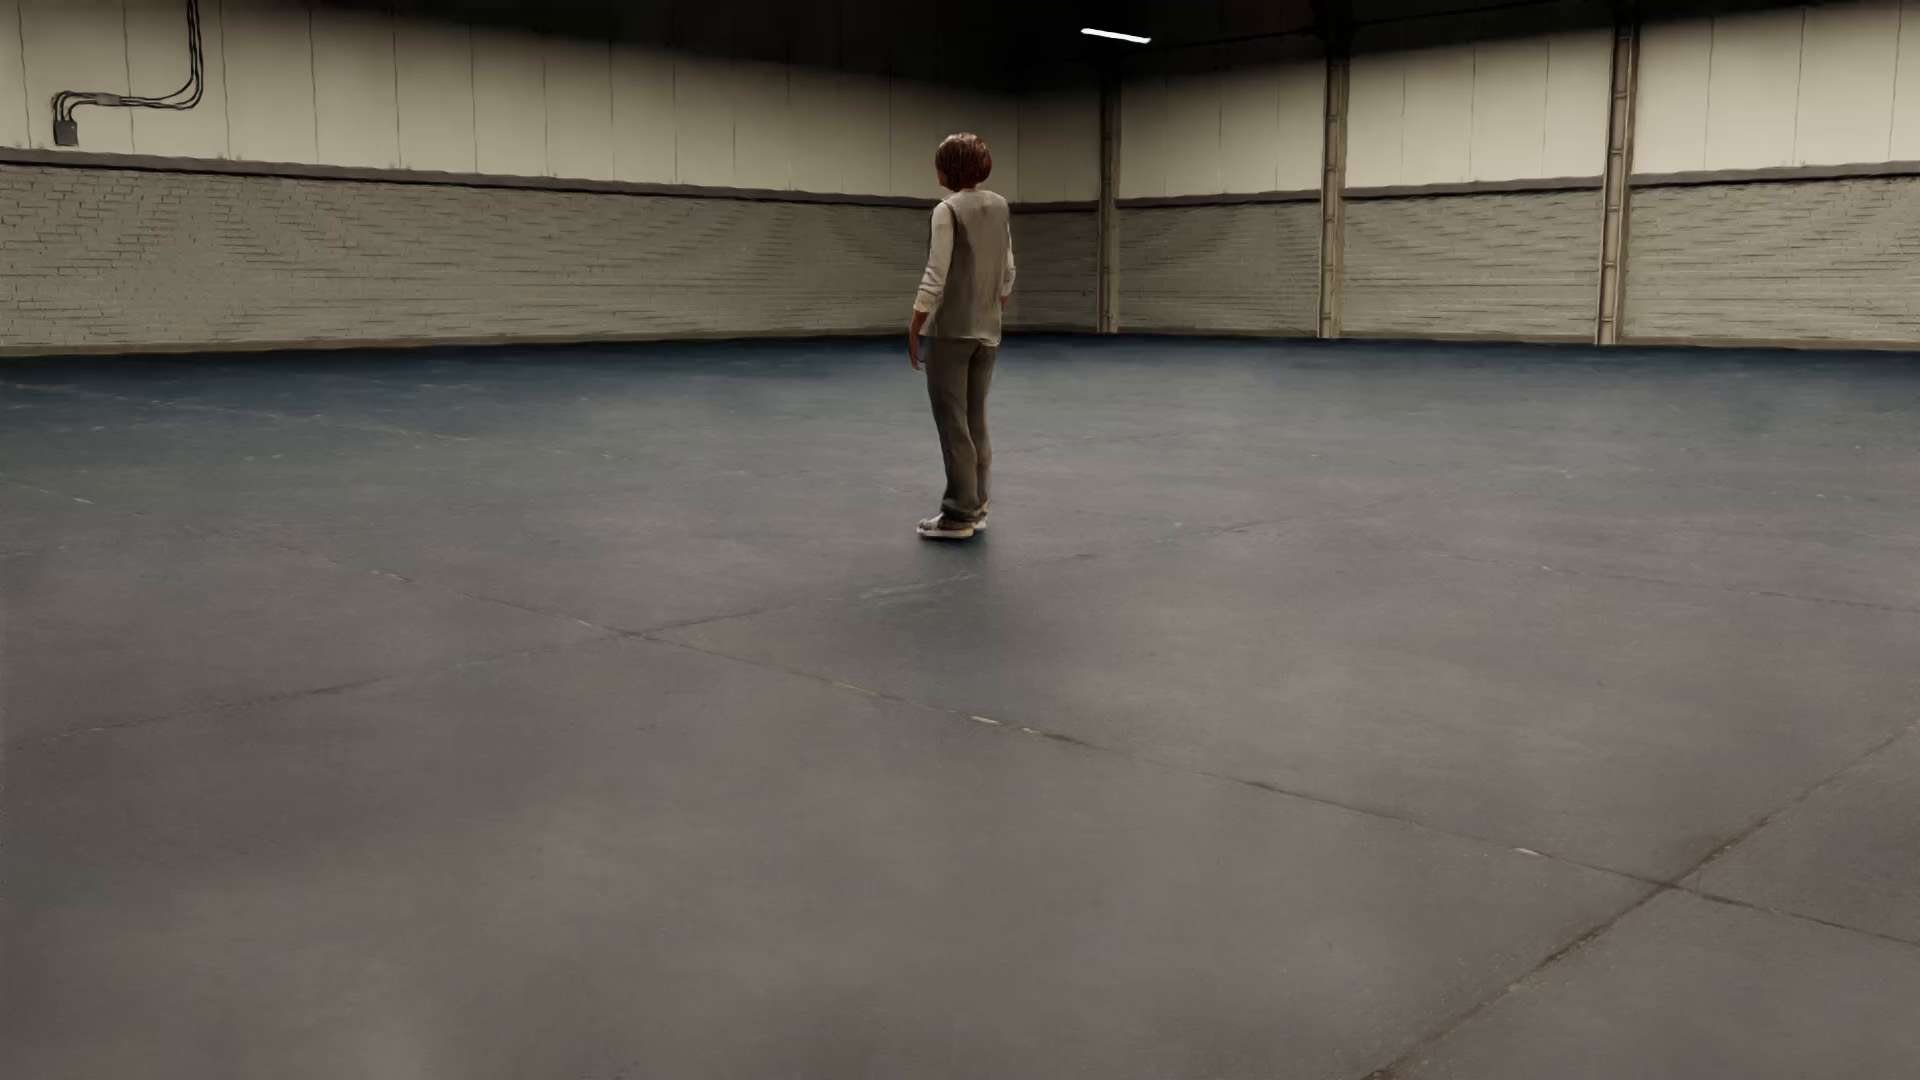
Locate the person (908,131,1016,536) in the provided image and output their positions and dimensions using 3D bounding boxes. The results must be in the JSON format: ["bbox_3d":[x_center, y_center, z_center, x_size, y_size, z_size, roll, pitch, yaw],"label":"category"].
[{"bbox_3d":[-0.044,-0.806,6.658,0.474,1.597,0.521,8,12,43],"label":"person"}]
